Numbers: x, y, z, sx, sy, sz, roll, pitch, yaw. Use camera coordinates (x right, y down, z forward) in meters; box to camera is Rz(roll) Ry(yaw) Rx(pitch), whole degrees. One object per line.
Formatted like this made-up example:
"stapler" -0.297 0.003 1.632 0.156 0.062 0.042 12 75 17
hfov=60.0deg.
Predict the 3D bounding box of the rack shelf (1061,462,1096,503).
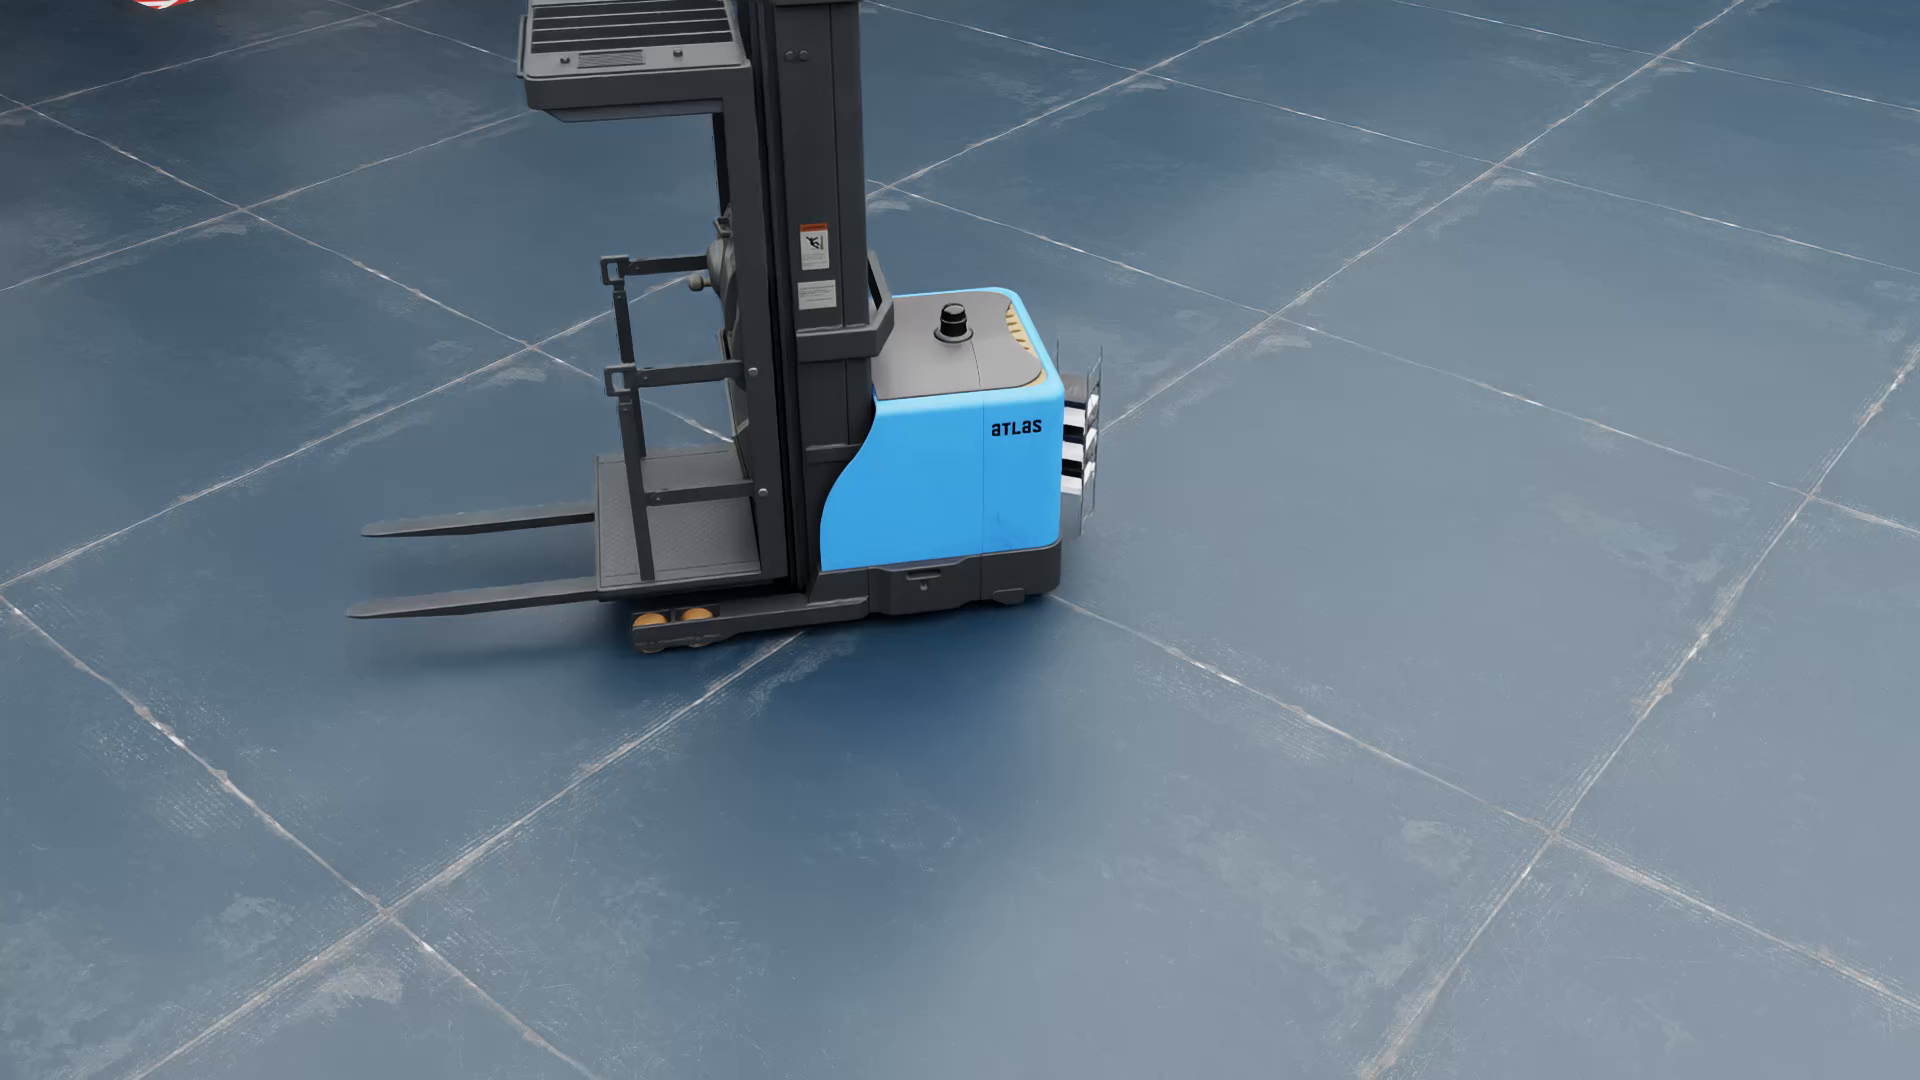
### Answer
"rack shelf" 0.503 -0.288 7.751 0.200 0.077 0.258 11 36 16

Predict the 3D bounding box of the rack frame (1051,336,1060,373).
"rack frame" 0.408 -0.483 7.658 0.006 0.900 0.240 11 36 16

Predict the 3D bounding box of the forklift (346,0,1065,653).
"forklift" -1.125 -1.056 6.699 3.031 2.935 1.130 -6 35 -9

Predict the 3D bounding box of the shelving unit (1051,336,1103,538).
"shelving unit" 0.503 -0.464 7.630 0.210 0.900 0.258 11 36 16

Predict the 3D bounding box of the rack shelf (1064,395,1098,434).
"rack shelf" 0.503 -0.585 7.547 0.200 0.077 0.258 11 36 16

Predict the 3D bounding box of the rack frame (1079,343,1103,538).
"rack frame" 0.599 -0.444 7.602 0.006 0.900 0.240 11 36 16

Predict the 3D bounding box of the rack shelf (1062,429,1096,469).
"rack shelf" 0.503 -0.436 7.649 0.200 0.077 0.258 11 36 16

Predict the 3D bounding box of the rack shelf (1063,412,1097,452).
"rack shelf" 0.503 -0.510 7.598 0.200 0.077 0.258 11 36 16

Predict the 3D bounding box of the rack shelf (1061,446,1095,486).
"rack shelf" 0.503 -0.362 7.700 0.200 0.077 0.258 11 36 16

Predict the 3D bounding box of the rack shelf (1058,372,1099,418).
"rack shelf" 0.503 -0.659 7.496 0.200 0.077 0.258 11 36 16
